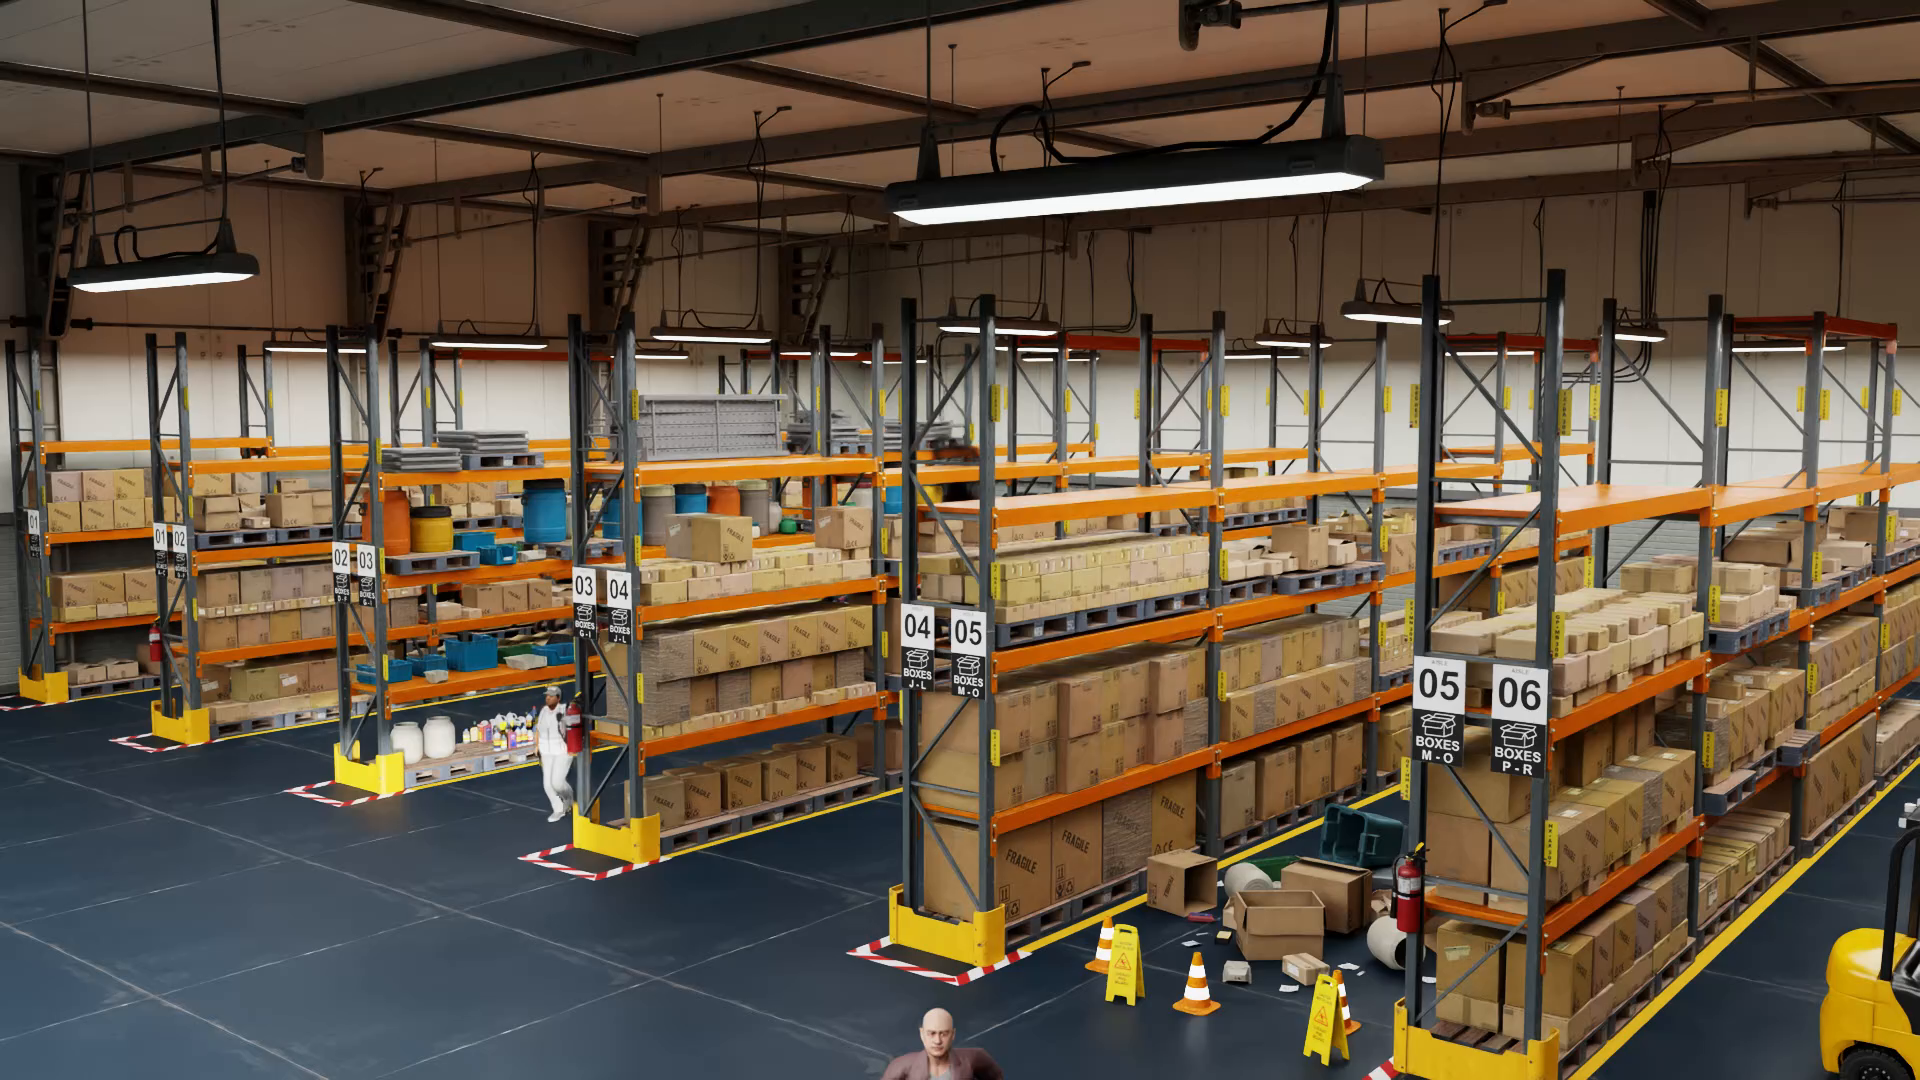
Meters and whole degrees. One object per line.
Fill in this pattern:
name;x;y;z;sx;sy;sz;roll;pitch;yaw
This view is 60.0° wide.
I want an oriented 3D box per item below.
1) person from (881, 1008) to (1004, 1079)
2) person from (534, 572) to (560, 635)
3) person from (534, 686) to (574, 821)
person;-0.119;3.468;9.105;0.708;1.857;0.840;0;5;2
person;-8.139;1.357;32.796;0.638;1.759;0.877;3;6;29
person;-4.859;2.567;19.988;0.611;1.633;0.514;1;5;16
